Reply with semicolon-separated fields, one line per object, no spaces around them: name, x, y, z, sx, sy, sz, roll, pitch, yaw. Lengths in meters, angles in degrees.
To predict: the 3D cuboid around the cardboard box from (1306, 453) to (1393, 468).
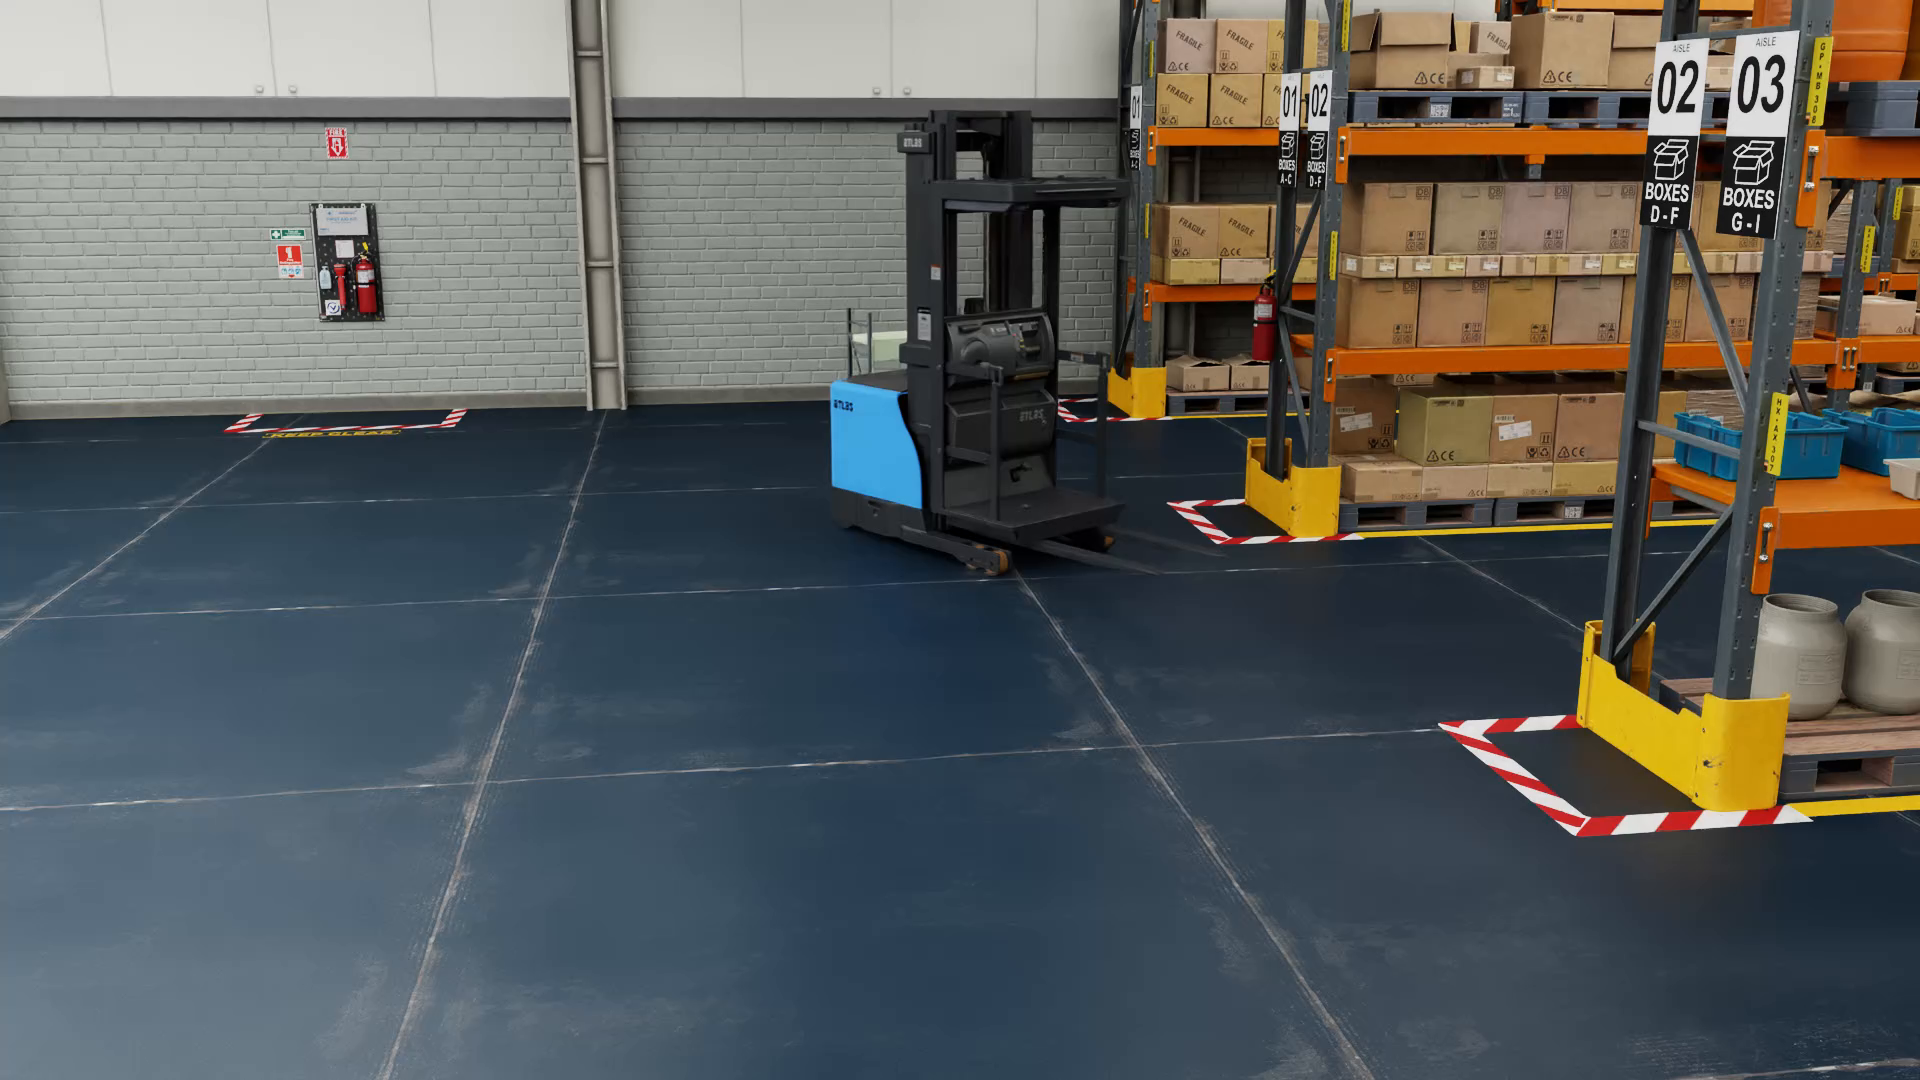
cardboard box;2.958;-0.577;12.646;0.500;0.250;0.500;-2;14;-8

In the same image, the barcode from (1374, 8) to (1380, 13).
barcode;4.247;-5.382;16.946;0.075;0.075;0.001;-2;14;-8

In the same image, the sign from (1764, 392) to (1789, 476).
sign;3.284;-0.427;6.688;0.005;0.325;0.100;-2;14;-8

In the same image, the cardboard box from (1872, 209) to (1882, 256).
cardboard box;10.069;-3.381;18.179;0.500;0.500;0.500;-2;14;-8

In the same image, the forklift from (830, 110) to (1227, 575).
forklift;0.417;-1.330;11.001;1.130;2.935;3.031;-12;19;-41

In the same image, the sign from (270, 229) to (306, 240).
sign;-6.645;-3.021;16.438;0.331;0.109;0.001;-2;14;-8

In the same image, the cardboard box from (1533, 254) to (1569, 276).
cardboard box;4.165;-1.989;11.949;0.250;0.149;0.380;-2;14;-9

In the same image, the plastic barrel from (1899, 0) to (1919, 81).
plastic barrel;4.314;-2.247;7.098;0.600;0.588;0.600;0;14;0

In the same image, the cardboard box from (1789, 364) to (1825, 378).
cardboard box;8.937;-2.060;18.005;0.500;0.500;0.700;-2;14;-8

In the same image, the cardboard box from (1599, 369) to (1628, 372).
cardboard box;6.914;-2.015;17.826;0.500;0.500;0.700;-2;14;-9

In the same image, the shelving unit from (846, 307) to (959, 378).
shelving unit;-0.430;-1.024;12.720;0.755;1.500;0.431;-7;16;-27

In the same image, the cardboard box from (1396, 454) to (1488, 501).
cardboard box;3.529;-0.471;12.225;0.500;0.250;0.500;-2;14;-8

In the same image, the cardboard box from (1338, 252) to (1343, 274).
cardboard box;2.821;-2.039;12.148;0.250;0.149;0.380;-2;14;-9

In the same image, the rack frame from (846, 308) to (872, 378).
rack frame;-0.752;-0.982;12.552;0.023;1.500;0.400;-7;16;-27

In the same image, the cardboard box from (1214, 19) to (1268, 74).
cardboard box;2.651;-4.768;16.098;0.500;0.500;0.500;-2;14;-9

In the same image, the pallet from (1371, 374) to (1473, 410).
pallet;5.027;-1.568;17.538;1.213;0.211;1.003;-2;14;-8

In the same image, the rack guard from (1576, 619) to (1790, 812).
rack guard;3.274;0.773;7.610;0.348;0.500;1.175;-2;14;-8

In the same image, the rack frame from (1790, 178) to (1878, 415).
rack frame;6.427;-1.762;12.579;0.127;3.000;1.000;-2;14;-8

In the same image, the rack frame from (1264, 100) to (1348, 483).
rack frame;2.472;-1.617;12.001;0.127;3.000;1.000;-2;14;-8

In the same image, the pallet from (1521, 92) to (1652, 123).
pallet;4.384;-3.093;11.904;1.213;0.211;1.003;-2;14;-8

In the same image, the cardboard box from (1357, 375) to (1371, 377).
cardboard box;4.101;-1.730;17.412;0.250;0.149;0.380;-3;14;-13

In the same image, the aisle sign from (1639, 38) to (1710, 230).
aisle sign;3.091;-1.755;7.208;0.004;0.787;0.394;-2;14;-8

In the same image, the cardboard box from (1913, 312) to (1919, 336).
cardboard box;7.334;-1.623;12.542;0.250;0.149;0.380;-2;14;-8

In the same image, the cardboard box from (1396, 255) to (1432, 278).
cardboard box;3.153;-1.952;11.801;0.250;0.149;0.380;-2;14;-10

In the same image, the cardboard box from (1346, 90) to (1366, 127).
cardboard box;3.674;-4.328;16.401;0.500;0.500;0.500;-1;14;-5

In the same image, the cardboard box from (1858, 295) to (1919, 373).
cardboard box;10.388;-2.254;18.099;0.750;0.750;0.750;-2;14;-9

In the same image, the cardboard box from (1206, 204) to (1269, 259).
cardboard box;2.737;-3.069;16.519;0.500;0.500;0.500;-2;14;-8

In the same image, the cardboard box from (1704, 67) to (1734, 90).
cardboard box;5.275;-3.257;11.741;0.250;0.149;0.380;-2;14;-8

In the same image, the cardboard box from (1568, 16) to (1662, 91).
cardboard box;4.780;-3.509;12.017;0.637;0.503;0.797;-1;14;-2

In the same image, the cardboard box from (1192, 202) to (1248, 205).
cardboard box;2.664;-3.193;17.012;0.500;0.500;0.500;-2;14;-8

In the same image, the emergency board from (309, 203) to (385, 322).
emergency board;-6.089;-2.744;16.495;0.643;1.169;0.194;-2;14;-8

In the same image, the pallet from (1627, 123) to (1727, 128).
pallet;7.337;-4.352;17.128;1.003;0.211;1.213;-2;14;-8

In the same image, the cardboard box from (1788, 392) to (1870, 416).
cardboard box;6.785;-0.987;13.128;0.500;0.311;0.500;-2;14;-8

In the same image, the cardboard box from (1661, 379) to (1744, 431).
cardboard box;5.505;-0.911;12.434;0.500;0.500;0.500;-2;14;-8

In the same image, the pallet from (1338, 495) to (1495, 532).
pallet;3.222;-0.302;12.491;1.213;0.211;1.003;-2;14;-8

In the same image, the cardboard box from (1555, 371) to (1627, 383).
cardboard box;4.933;-1.017;12.860;0.500;0.500;0.500;-2;14;-8

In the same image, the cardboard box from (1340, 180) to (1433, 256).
cardboard box;2.988;-2.310;11.894;0.500;0.500;0.700;-2;14;-8

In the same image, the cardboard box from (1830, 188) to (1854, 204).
cardboard box;9.304;-3.655;17.685;0.250;0.149;0.380;-4;15;-16

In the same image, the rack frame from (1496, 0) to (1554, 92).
rack frame;5.686;-5.863;16.600;0.127;3.000;1.000;-2;14;-8

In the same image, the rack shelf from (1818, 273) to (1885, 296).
rack shelf;7.663;-2.676;17.707;4.000;0.370;1.077;-2;14;-8

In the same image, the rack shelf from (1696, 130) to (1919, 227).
rack shelf;5.184;-1.603;7.262;4.000;0.370;1.077;-2;14;-8

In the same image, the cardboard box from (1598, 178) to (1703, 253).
cardboard box;4.995;-2.385;12.193;0.500;0.500;0.700;-2;14;-8

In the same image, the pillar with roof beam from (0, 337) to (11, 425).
pillar with roof beam;-8.931;-4.481;11.090;0.400;9.000;9.100;-2;14;-8

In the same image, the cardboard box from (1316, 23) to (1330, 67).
cardboard box;3.645;-4.936;16.769;0.500;0.500;0.500;-2;14;-8

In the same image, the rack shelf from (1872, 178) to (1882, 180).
rack shelf;8.405;-2.940;12.591;4.000;0.370;1.077;-2;14;-8

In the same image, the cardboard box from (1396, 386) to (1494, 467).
cardboard box;3.529;-0.835;12.132;0.500;0.500;0.500;-2;14;-8

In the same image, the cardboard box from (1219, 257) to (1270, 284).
cardboard box;2.771;-2.709;16.623;0.500;0.250;0.500;-3;14;-10

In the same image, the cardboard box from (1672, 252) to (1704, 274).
cardboard box;5.184;-2.027;12.098;0.250;0.149;0.380;-2;14;-9

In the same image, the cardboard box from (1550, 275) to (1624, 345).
cardboard box;4.466;-1.736;12.271;0.500;0.500;0.700;-2;14;-7
